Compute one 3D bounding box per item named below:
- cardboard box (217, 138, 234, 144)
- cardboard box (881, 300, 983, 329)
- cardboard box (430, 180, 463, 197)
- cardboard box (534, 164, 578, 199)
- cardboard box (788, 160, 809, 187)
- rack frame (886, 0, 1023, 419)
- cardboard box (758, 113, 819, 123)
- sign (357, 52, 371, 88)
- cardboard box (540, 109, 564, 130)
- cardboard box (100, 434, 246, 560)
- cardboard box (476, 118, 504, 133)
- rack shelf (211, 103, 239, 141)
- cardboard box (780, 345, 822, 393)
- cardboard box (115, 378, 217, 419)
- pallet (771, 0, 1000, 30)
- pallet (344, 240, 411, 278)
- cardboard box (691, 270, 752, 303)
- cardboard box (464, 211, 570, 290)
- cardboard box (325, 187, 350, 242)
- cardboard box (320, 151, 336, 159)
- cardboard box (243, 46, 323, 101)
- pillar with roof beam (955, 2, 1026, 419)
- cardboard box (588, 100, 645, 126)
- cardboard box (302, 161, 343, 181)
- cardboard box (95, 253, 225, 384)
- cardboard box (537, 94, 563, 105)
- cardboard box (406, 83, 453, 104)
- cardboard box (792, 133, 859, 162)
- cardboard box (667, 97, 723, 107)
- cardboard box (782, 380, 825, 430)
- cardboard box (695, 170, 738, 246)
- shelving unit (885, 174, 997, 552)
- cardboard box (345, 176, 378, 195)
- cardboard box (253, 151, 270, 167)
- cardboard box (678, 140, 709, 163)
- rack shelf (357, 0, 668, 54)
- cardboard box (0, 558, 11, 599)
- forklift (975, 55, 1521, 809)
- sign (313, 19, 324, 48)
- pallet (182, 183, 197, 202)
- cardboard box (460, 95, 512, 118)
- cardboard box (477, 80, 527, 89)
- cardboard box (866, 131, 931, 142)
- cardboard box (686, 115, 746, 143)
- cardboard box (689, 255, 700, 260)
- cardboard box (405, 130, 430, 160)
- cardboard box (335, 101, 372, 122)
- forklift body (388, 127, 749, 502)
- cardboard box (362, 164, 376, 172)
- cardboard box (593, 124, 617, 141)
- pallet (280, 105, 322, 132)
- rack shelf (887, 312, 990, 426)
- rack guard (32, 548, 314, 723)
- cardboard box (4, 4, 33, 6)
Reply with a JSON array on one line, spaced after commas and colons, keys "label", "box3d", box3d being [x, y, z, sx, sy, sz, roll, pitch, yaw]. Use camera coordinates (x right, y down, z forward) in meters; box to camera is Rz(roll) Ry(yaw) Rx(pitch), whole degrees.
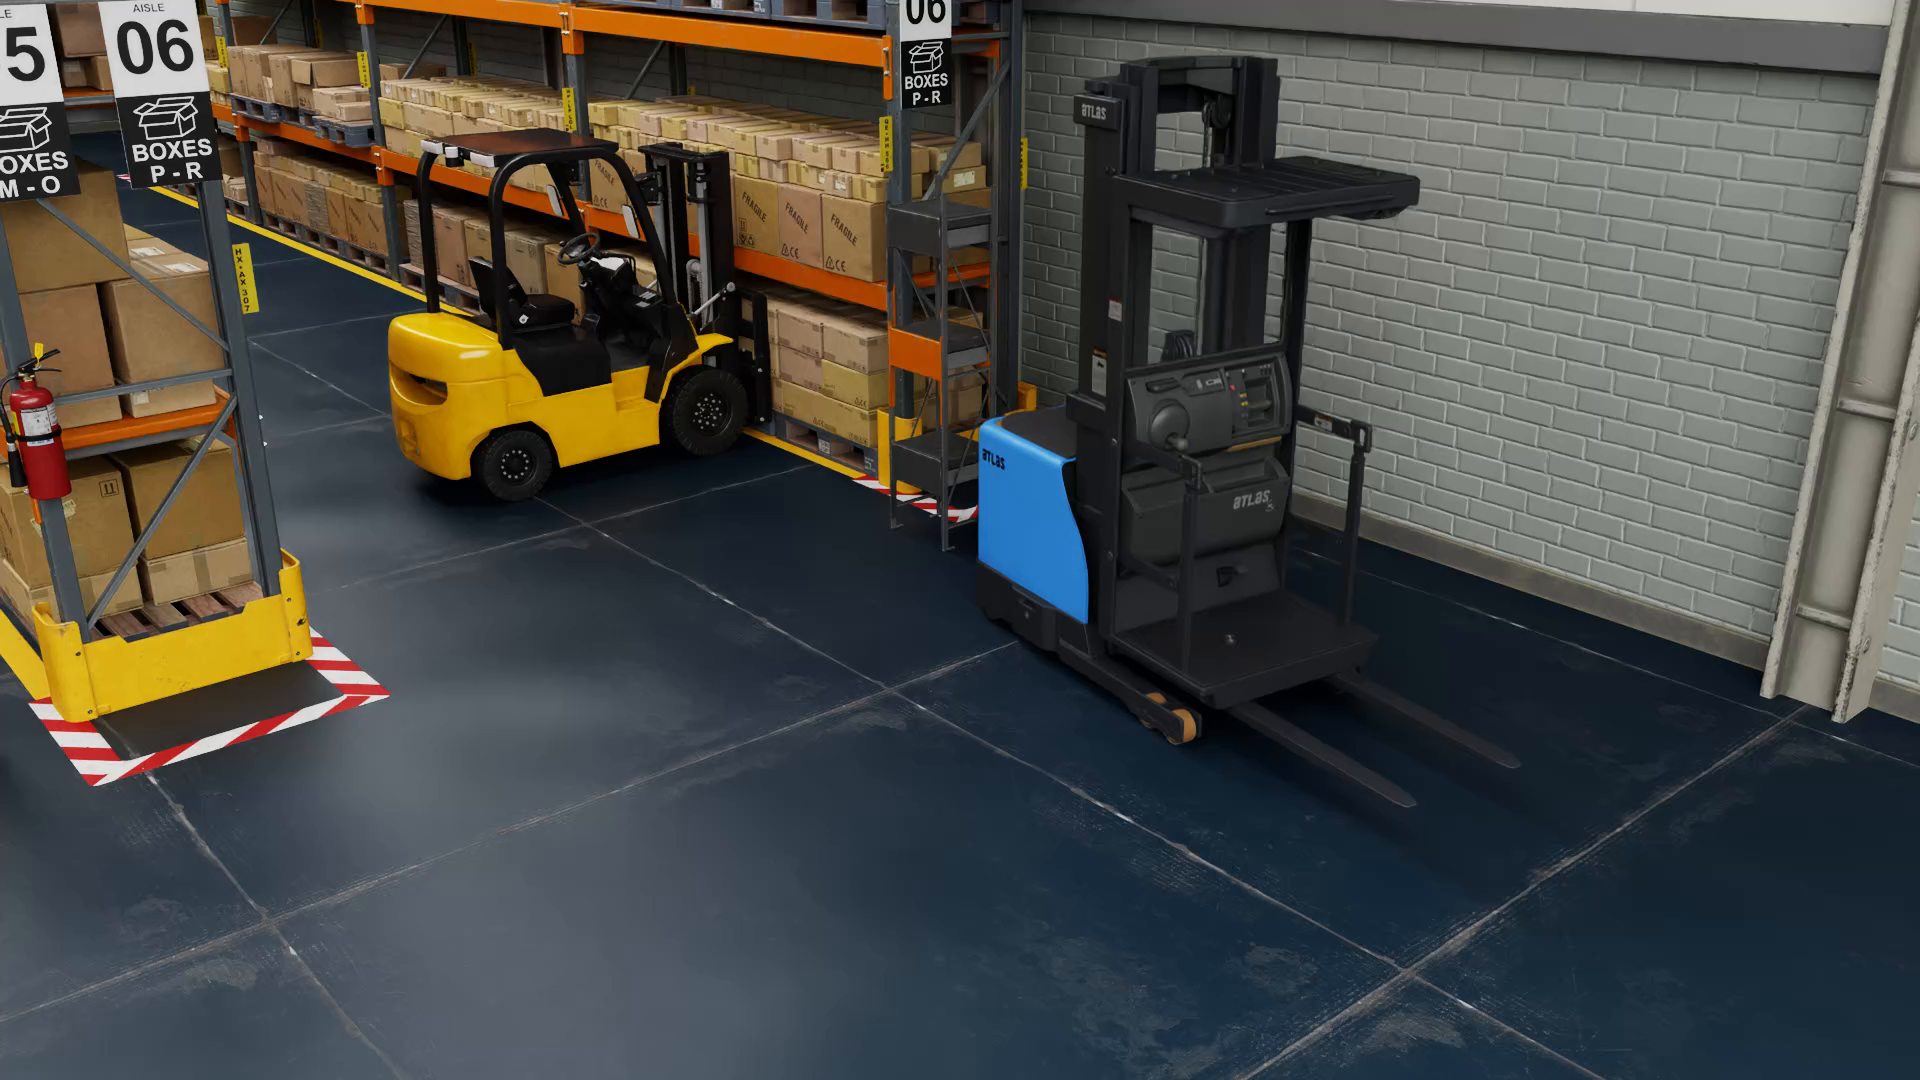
[{"label": "cardboard box", "box3d": [-9.343, -4.723, 20.782, 0.500, 0.500, 0.500, -17, 27, -36]}, {"label": "cardboard box", "box3d": [-0.195, -1.437, 11.362, 0.500, 0.250, 0.500, -18, 28, -38]}, {"label": "cardboard box", "box3d": [-5.351, -3.640, 17.127, 0.380, 0.149, 0.250, -16, 26, -35]}, {"label": "cardboard box", "box3d": [-3.162, -2.990, 13.711, 0.500, 0.250, 0.500, -17, 27, -36]}, {"label": "cardboard box", "box3d": [-0.928, -2.477, 11.168, 0.380, 0.149, 0.250, -18, 27, -38]}, {"label": "rack frame", "box3d": [-0.024, -1.878, 10.666, 1.000, 3.000, 0.127, -17, 27, -37]}, {"label": "cardboard box", "box3d": [-1.245, -3.015, 12.134, 0.380, 0.149, 0.250, -16, 27, -36]}, {"label": "sign", "box3d": [-5.651, -4.459, 15.776, 0.100, 0.325, 0.005, -17, 27, -37]}, {"label": "cardboard box", "box3d": [-3.209, -3.440, 13.628, 0.380, 0.149, 0.250, -18, 28, -38]}, {"label": "cardboard box", "box3d": [-4.115, -0.255, 8.688, 0.500, 0.500, 0.500, -19, 28, -39]}, {"label": "cardboard box", "box3d": [-3.820, -3.504, 14.337, 0.500, 0.250, 0.500, -17, 27, -36]}, {"label": "rack shelf", "box3d": [-9.163, -5.411, 20.672, 1.077, 0.370, 4.000, -17, 27, -37]}, {"label": "cardboard box", "box3d": [-0.898, -1.227, 11.513, 0.500, 0.250, 0.500, -18, 28, -38]}, {"label": "cardboard box", "box3d": [-3.847, -0.721, 8.057, 0.380, 0.149, 0.250, -17, 27, -37]}, {"label": "pallet", "box3d": [-0.466, -3.435, 10.649, 1.003, 0.211, 1.213, -17, 27, -37]}, {"label": "pallet", "box3d": [-5.705, -3.005, 17.367, 1.003, 0.211, 1.213, -17, 27, -37]}, {"label": "cardboard box", "box3d": [-1.898, -1.877, 12.487, 0.500, 0.250, 0.500, -16, 27, -36]}, {"label": "cardboard box", "box3d": [-3.977, -2.638, 15.286, 0.875, 0.625, 0.625, -19, 28, -40]}, {"label": "cardboard box", "box3d": [-6.348, -3.470, 17.583, 0.500, 0.500, 0.500, -16, 27, -35]}, {"label": "cardboard box", "box3d": [-7.058, -4.357, 18.958, 0.380, 0.149, 0.250, -17, 27, -37]}, {"label": "cardboard box", "box3d": [-7.373, -5.105, 18.193, 0.700, 0.500, 0.500, -17, 27, -37]}, {"label": "pillar with roof beam", "box3d": [-3.057, -4.053, 7.994, 9.100, 9.000, 0.400, -17, 27, -37]}, {"label": "cardboard box", "box3d": [-2.652, -3.311, 12.891, 0.380, 0.149, 0.250, -17, 27, -36]}, {"label": "cardboard box", "box3d": [-6.925, -4.019, 18.094, 0.380, 0.149, 0.250, -16, 27, -36]}, {"label": "cardboard box", "box3d": [-3.881, -1.077, 8.076, 0.500, 0.500, 0.500, -18, 28, -38]}, {"label": "cardboard box", "box3d": [-3.494, -3.845, 14.660, 0.380, 0.149, 0.250, -18, 27, -38]}, {"label": "cardboard box", "box3d": [-4.899, -4.140, 15.415, 0.380, 0.149, 0.250, -17, 27, -36]}, {"label": "cardboard box", "box3d": [-0.900, -2.627, 11.143, 0.380, 0.149, 0.250, -17, 27, -37]}, {"label": "cardboard box", "box3d": [-2.066, -3.375, 13.053, 0.380, 0.149, 0.250, -18, 28, -39]}, {"label": "cardboard box", "box3d": [-0.888, -0.987, 11.586, 0.500, 0.250, 0.500, -17, 27, -37]}, {"label": "cardboard box", "box3d": [-1.547, -2.421, 11.916, 0.500, 0.500, 0.500, -17, 27, -37]}, {"label": "shelving unit", "box3d": [-0.108, -1.023, 9.718, 0.431, 2.100, 0.503, -17, 27, -37]}, {"label": "cardboard box", "box3d": [-6.101, -3.649, 17.150, 0.380, 0.149, 0.250, -19, 28, -39]}, {"label": "cardboard box", "box3d": [-7.825, -4.365, 18.977, 0.380, 0.149, 0.250, -16, 26, -35]}, {"label": "cardboard box", "box3d": [-1.813, -2.820, 12.046, 0.380, 0.149, 0.250, -19, 28, -39]}, {"label": "rack shelf", "box3d": [-3.941, -4.597, 14.482, 1.077, 0.370, 4.000, -17, 27, -37]}, {"label": "cardboard box", "box3d": [-4.846, 0.085, 8.848, 0.500, 0.250, 0.500, -17, 27, -37]}, {"label": "forklift", "box3d": [1.280, -0.622, 7.553, 1.130, 2.935, 3.031, -13, 25, -29]}, {"label": "sign", "box3d": [-7.439, -5.866, 19.259, 0.100, 0.325, 0.005, -17, 27, -37]}, {"label": "pallet", "box3d": [-9.105, -4.422, 20.985, 1.003, 0.211, 1.213, -17, 27, -37]}, {"label": "cardboard box", "box3d": [-4.115, -3.774, 14.480, 0.380, 0.149, 0.250, -18, 28, -39]}, {"label": "cardboard box", "box3d": [-4.289, -4.212, 15.599, 0.380, 0.149, 0.250, -18, 28, -38]}, {"label": "cardboard box", "box3d": [-0.410, -2.659, 11.224, 0.380, 0.149, 0.250, -17, 27, -36]}, {"label": "cardboard box", "box3d": [-1.751, -2.974, 12.031, 0.380, 0.149, 0.250, -18, 27, -38]}, {"label": "cardboard box", "box3d": [-1.825, -2.138, 13.152, 0.500, 0.250, 0.500, -18, 28, -38]}, {"label": "cardboard box", "box3d": [-4.817, -3.697, 15.517, 0.500, 0.250, 0.500, -18, 28, -39]}, {"label": "cardboard box", "box3d": [-5.966, -4.257, 16.508, 0.380, 0.149, 0.250, -17, 27, -36]}, {"label": "forklift body", "box3d": [-2.644, -1.572, 11.049, 2.313, 2.155, 1.214, -17, 27, -37]}, {"label": "cardboard box", "box3d": [-6.235, -3.985, 18.007, 0.380, 0.149, 0.250, -17, 27, -37]}, {"label": "cardboard box", "box3d": [-2.627, -3.181, 12.966, 0.380, 0.149, 0.250, -18, 28, -38]}, {"label": "pallet", "box3d": [-6.519, -4.535, 17.713, 1.003, 0.211, 1.213, -17, 27, -37]}, {"label": "rack shelf", "box3d": [-0.108, -1.011, 9.723, 0.431, 0.518, 0.480, -17, 27, -37]}, {"label": "rack guard", "box3d": [-3.832, 0.448, 8.156, 1.175, 0.500, 0.348, -17, 27, -37]}, {"label": "cardboard box", "box3d": [-4.320, -2.238, 7.269, 0.500, 0.250, 0.500, -18, 28, -38]}]
